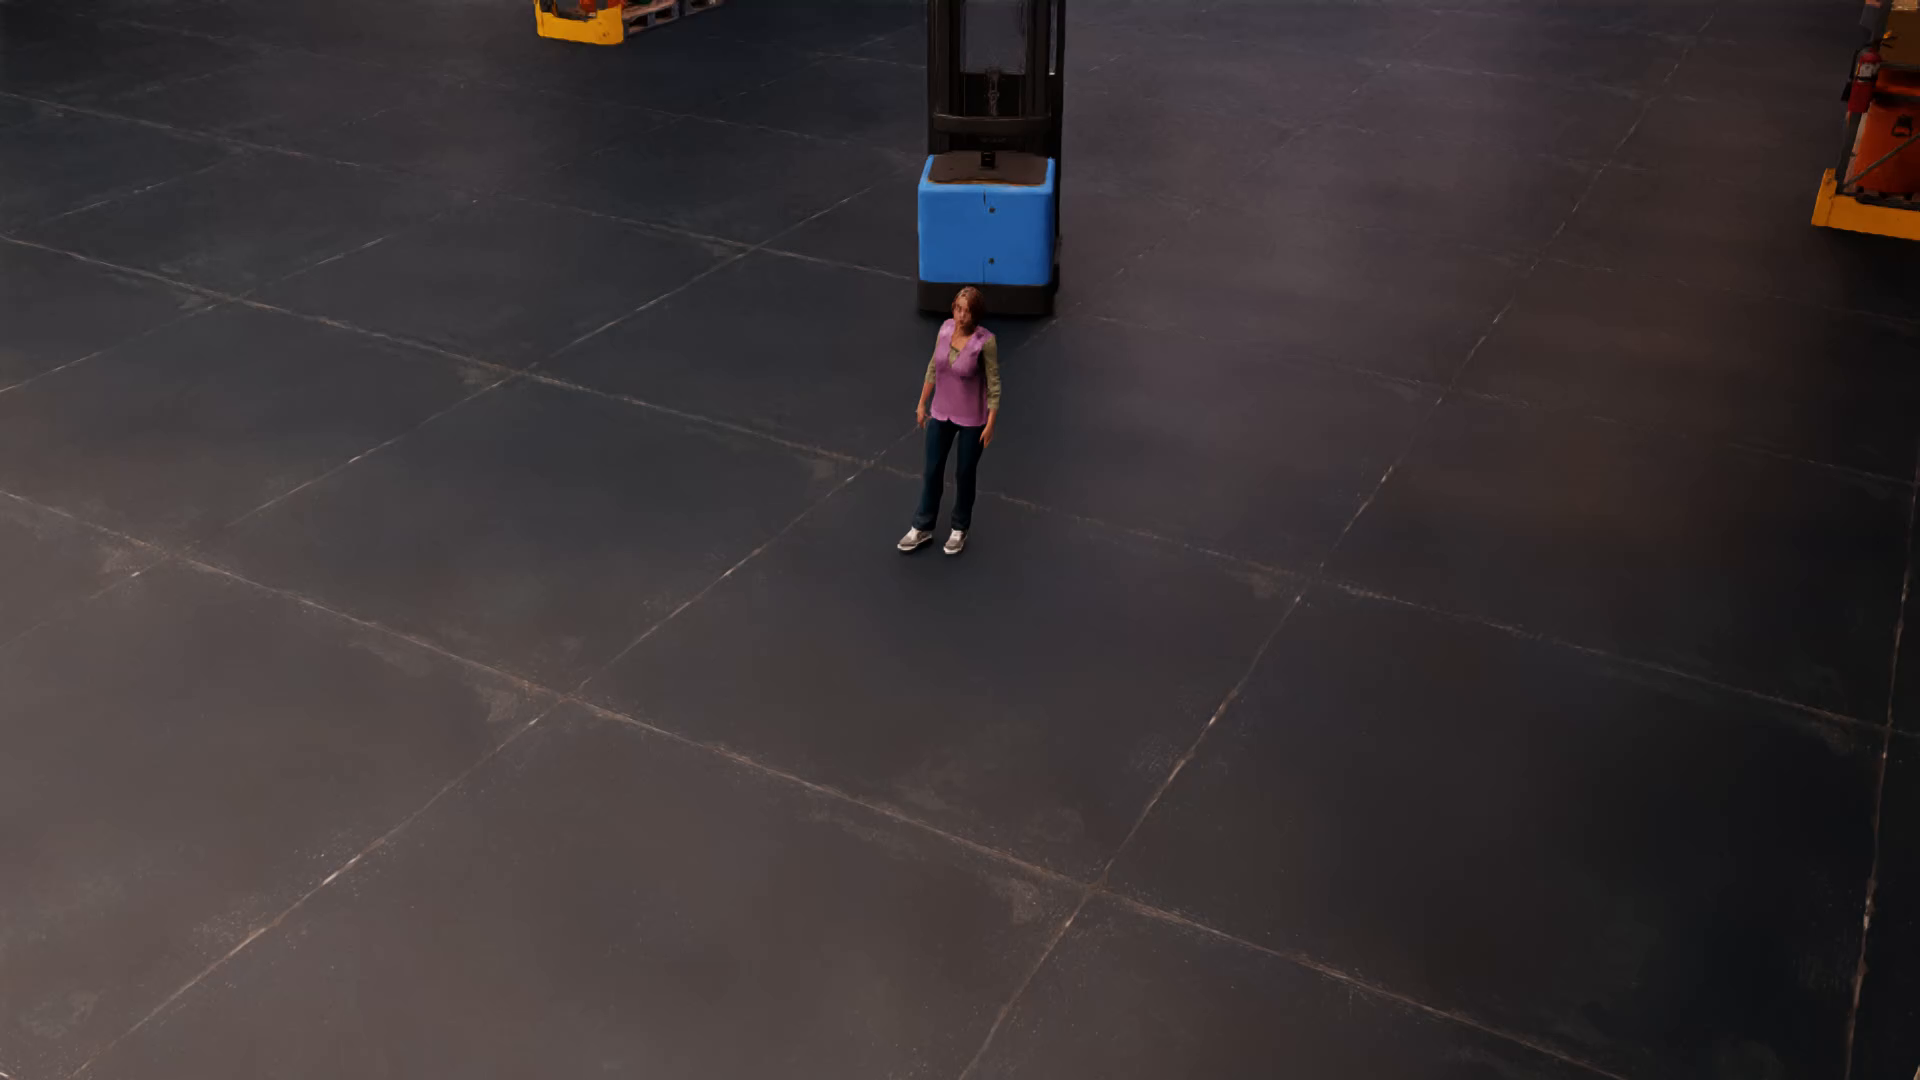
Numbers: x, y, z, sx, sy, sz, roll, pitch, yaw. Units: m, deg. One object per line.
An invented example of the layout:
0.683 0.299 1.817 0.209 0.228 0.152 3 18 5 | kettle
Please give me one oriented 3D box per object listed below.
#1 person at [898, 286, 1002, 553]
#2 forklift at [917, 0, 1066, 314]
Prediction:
-0.048 -0.669 9.550 0.520 1.597 0.474 15 33 25 | person
0.304 -3.726 13.526 1.130 2.935 3.031 2 30 4 | forklift
